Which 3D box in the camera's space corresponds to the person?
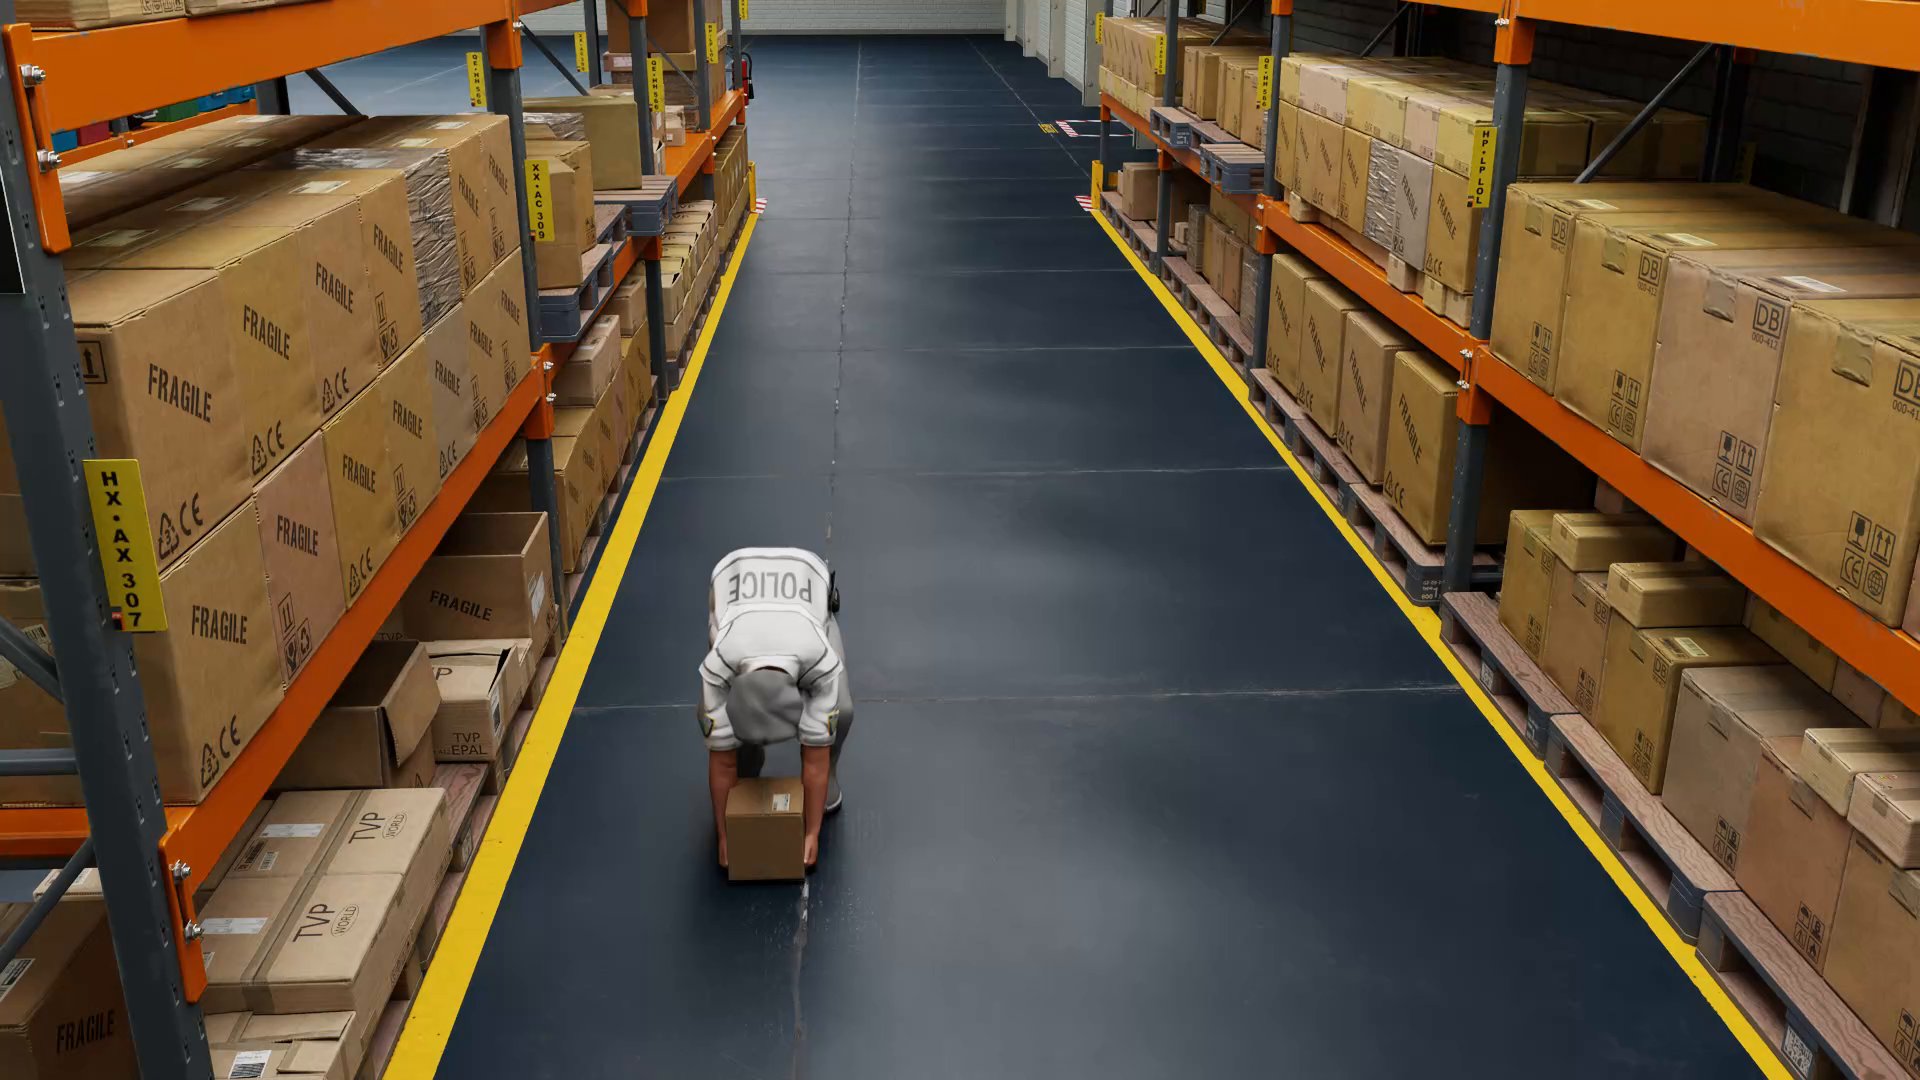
[{"bbox_3d":[-0.649,0.556,5.734,0.526,0.939,1.023,-1,20,-3],"label":"person"}]
